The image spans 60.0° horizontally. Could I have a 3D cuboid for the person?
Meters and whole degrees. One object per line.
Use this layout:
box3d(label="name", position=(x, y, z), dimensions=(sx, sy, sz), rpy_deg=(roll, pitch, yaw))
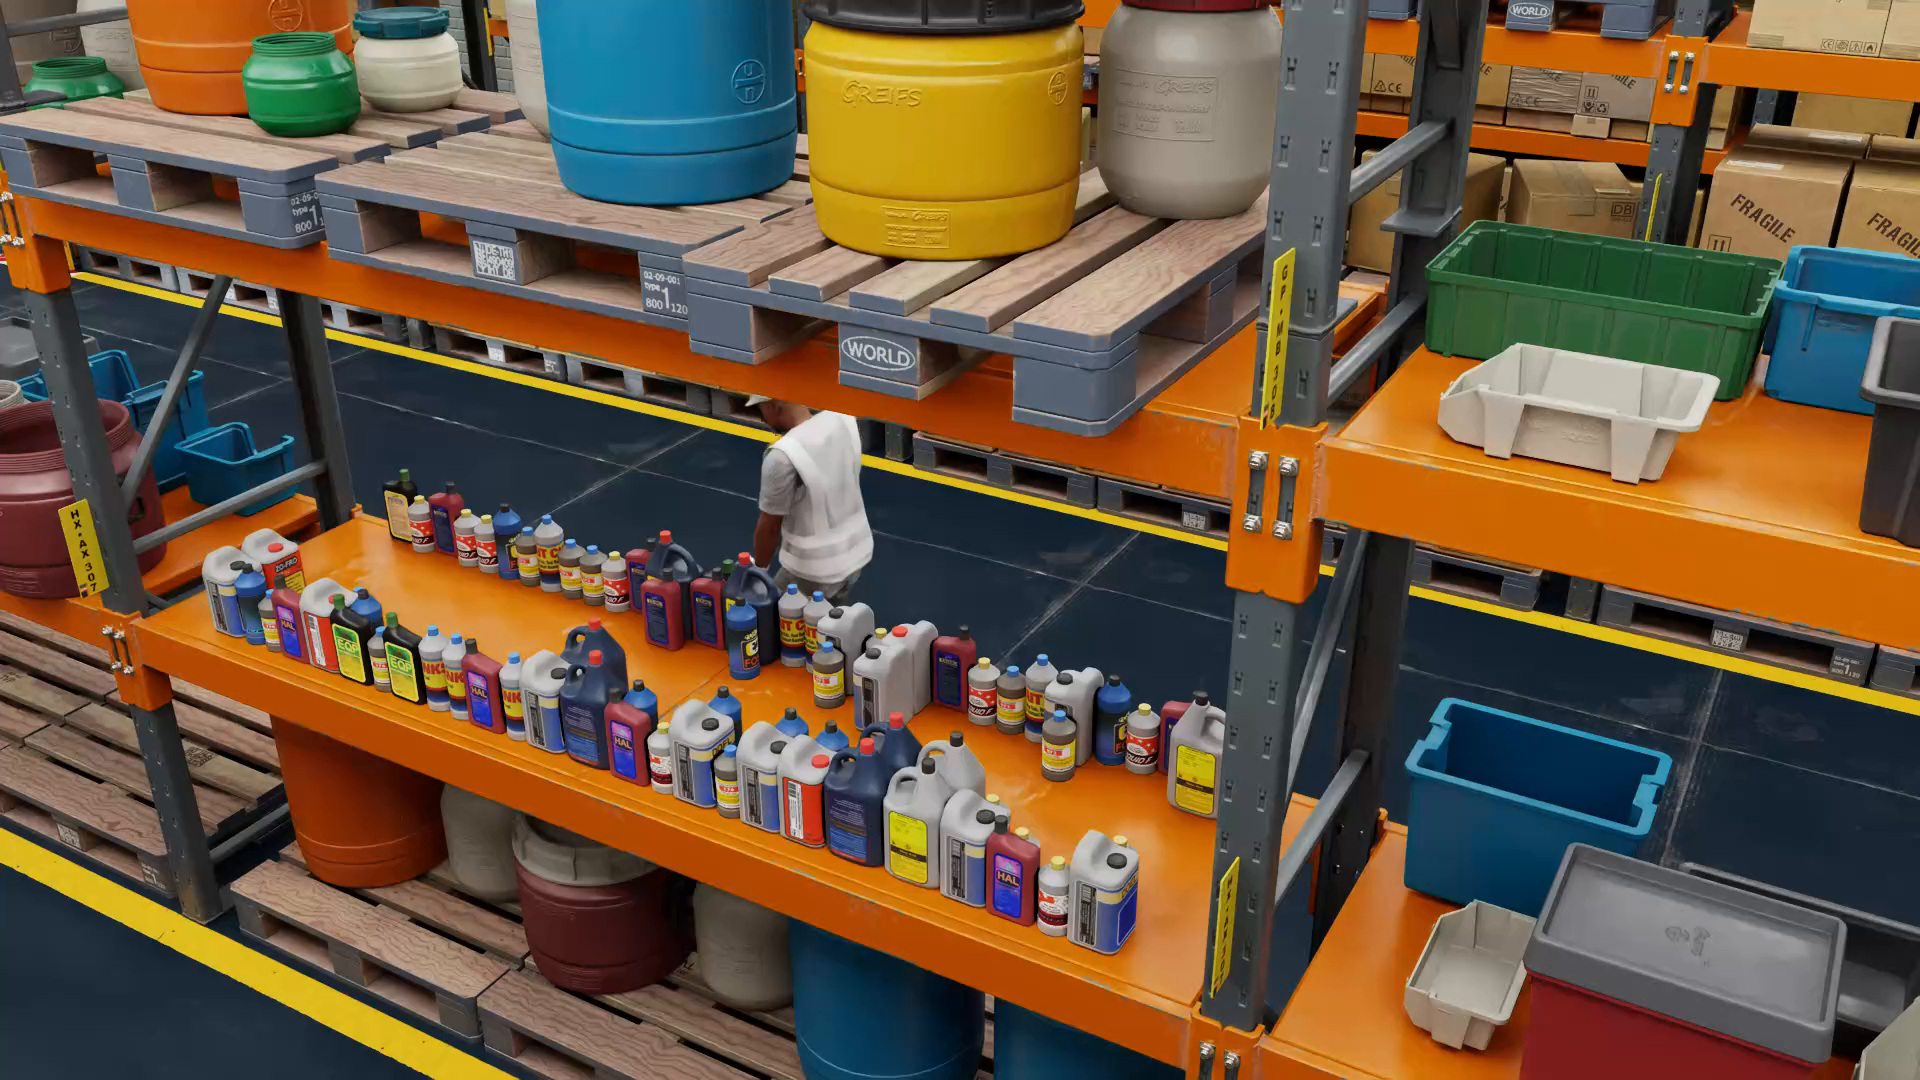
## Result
box3d(label="person", position=(-0.651, 0.074, 7.030), dimensions=(0.497, 1.709, 0.580), rpy_deg=(16, 30, 29))
